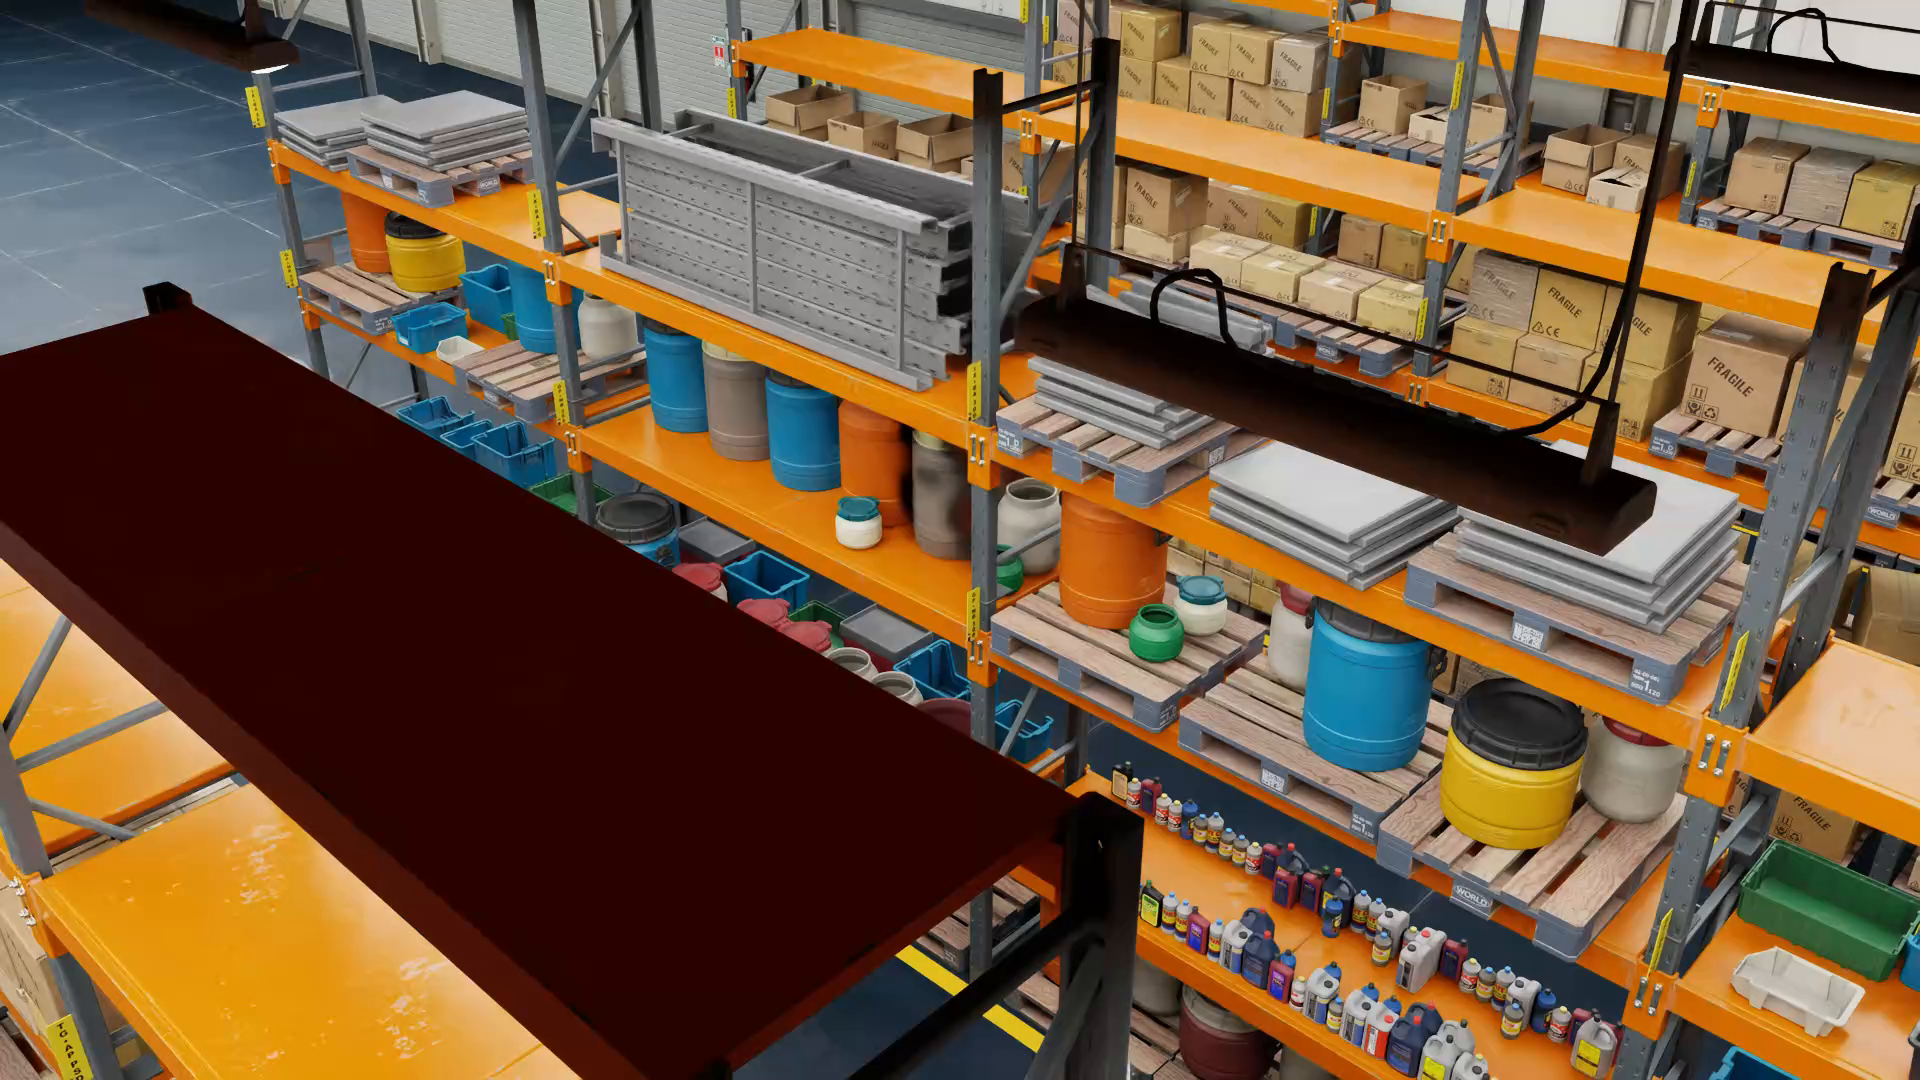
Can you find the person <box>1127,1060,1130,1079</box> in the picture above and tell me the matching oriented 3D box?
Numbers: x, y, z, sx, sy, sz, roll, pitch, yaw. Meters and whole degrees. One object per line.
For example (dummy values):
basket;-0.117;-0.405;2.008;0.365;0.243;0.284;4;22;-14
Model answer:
person;0.637;3.134;8.550;0.810;1.789;0.631;24;37;36
